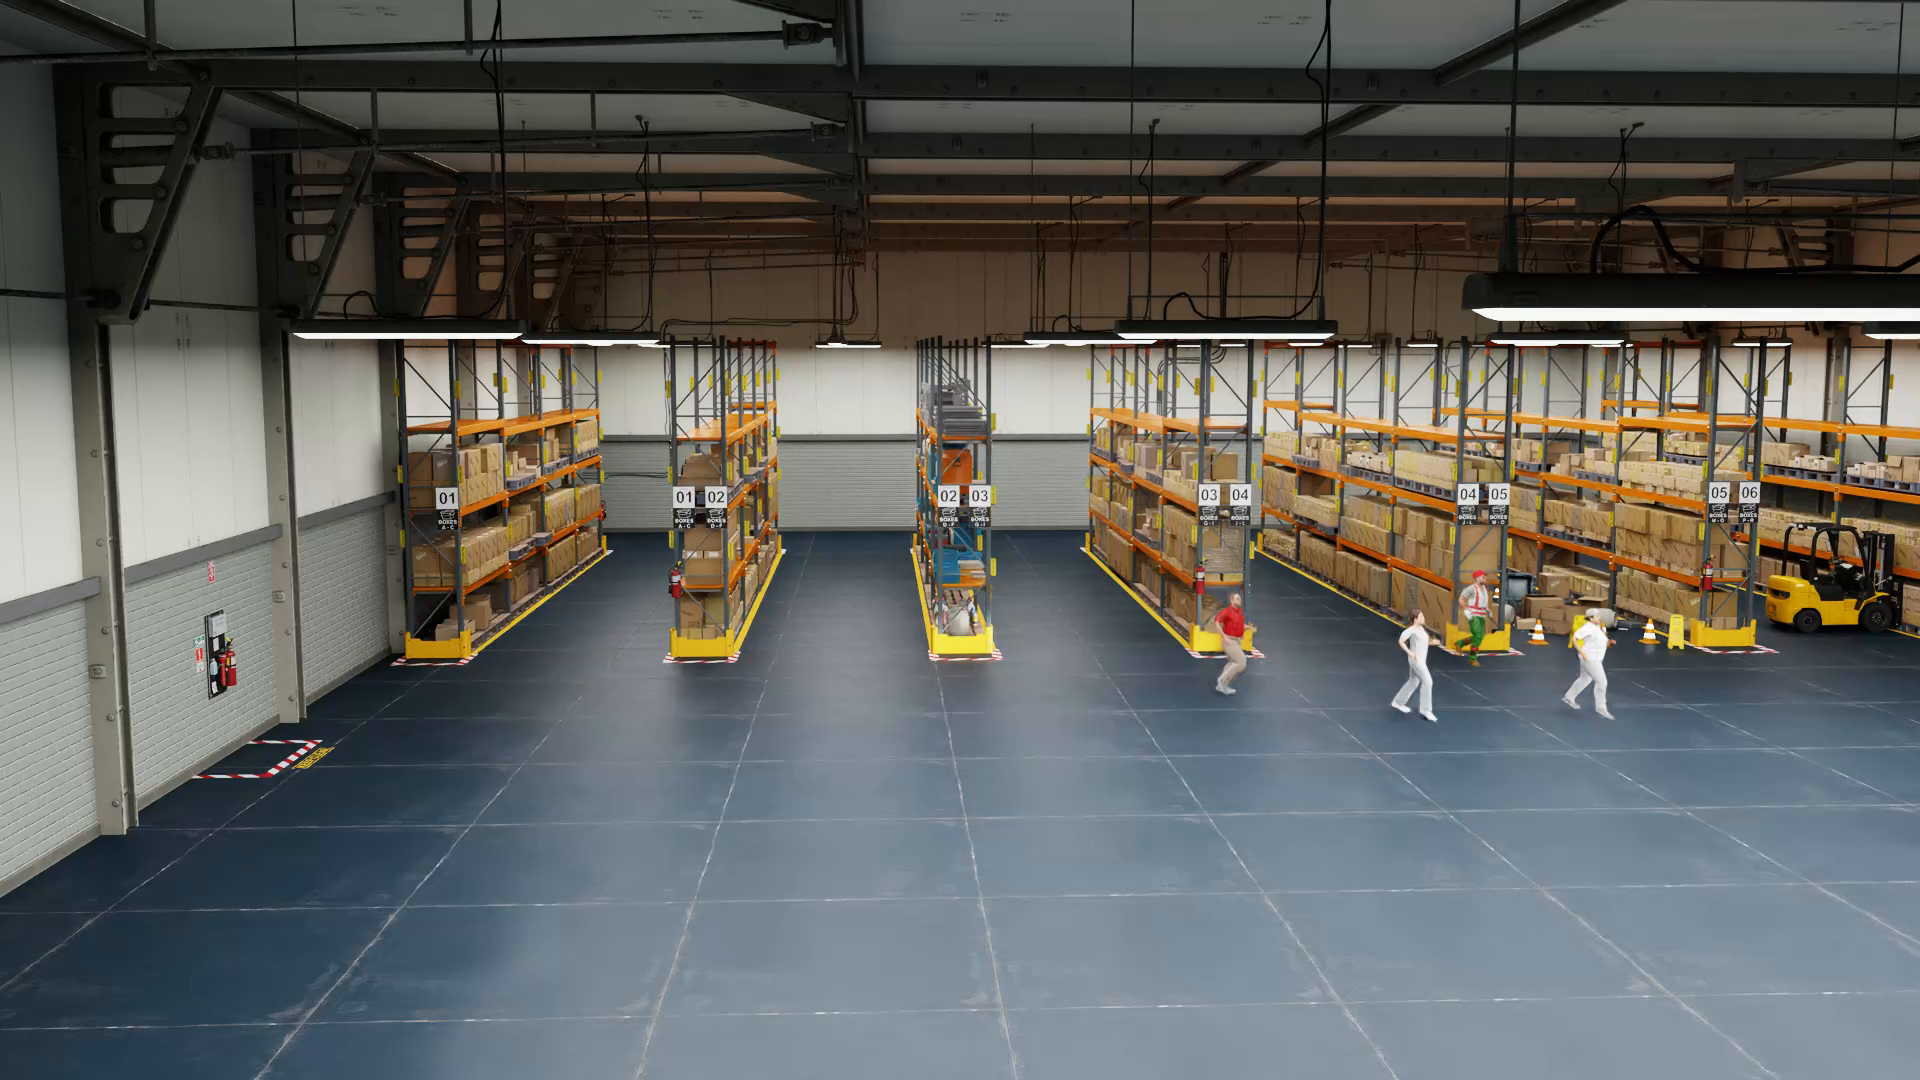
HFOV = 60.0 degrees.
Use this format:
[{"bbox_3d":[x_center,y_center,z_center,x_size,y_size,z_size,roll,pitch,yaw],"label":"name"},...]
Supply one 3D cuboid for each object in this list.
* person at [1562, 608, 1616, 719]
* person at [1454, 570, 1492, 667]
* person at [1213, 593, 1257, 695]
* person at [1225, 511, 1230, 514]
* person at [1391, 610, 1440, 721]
[{"bbox_3d":[9.922,1.922,26.205,0.814,1.718,0.587,4,8,30],"label":"person"},{"bbox_3d":[9.430,1.418,30.553,0.709,1.760,0.707,-5,8,-35],"label":"person"},{"bbox_3d":[4.609,1.733,27.761,0.647,1.711,0.638,4,7,29],"label":"person"},{"bbox_3d":[7.415,-0.386,46.700,0.617,1.624,0.531,0,6,-1],"label":"person"},{"bbox_3d":[7.124,1.946,25.999,0.742,1.700,0.551,3,7,27],"label":"person"}]
